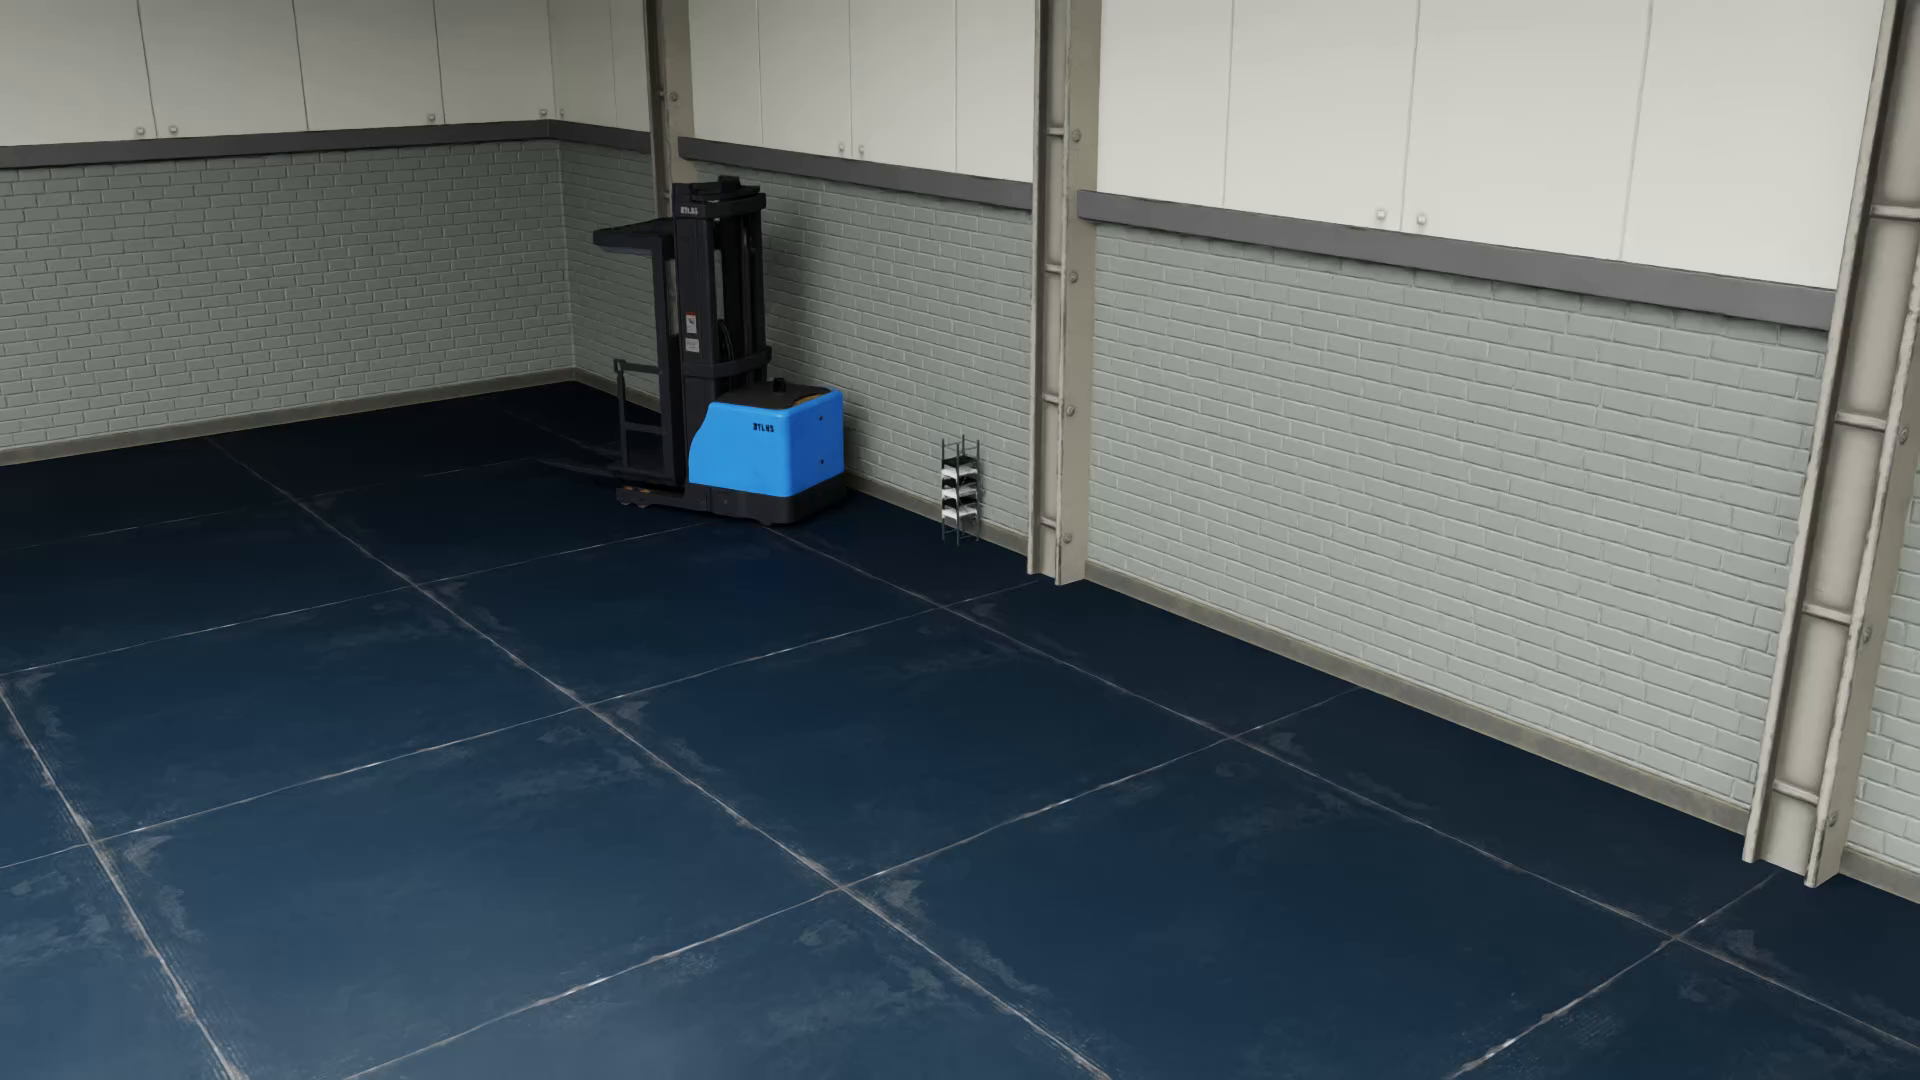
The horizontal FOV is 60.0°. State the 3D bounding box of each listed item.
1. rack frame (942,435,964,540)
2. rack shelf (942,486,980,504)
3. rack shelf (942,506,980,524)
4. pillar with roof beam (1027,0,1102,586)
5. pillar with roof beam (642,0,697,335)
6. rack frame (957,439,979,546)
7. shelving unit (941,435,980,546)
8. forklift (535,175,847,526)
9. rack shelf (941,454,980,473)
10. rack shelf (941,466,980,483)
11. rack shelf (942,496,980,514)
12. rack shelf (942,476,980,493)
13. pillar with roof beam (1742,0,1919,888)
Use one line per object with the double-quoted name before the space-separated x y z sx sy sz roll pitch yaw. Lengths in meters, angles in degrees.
"rack frame" -0.058 -0.450 14.291 0.240 0.900 0.006 -14 23 -36
"rack shelf" 0.005 -0.394 14.225 0.258 0.077 0.200 -14 23 -36
"rack shelf" 0.005 -0.223 14.282 0.258 0.077 0.200 -14 23 -36
"pillar with roof beam" -2.586 -3.146 9.546 9.100 9.000 0.400 -14 23 -36
"pillar with roof beam" -6.312 -4.624 14.011 9.100 9.000 0.400 -14 23 -36
"rack frame" 0.068 -0.400 14.139 0.240 0.900 0.006 -14 23 -36
"shelving unit" 0.005 -0.425 14.215 0.258 0.900 0.210 -14 23 -36
"forklift" -2.594 -1.822 15.202 3.031 2.935 1.130 9 21 26
"rack shelf" 0.005 -0.650 14.141 0.258 0.077 0.200 -14 23 -36
"rack shelf" 0.005 -0.564 14.169 0.258 0.077 0.200 -14 23 -36
"rack shelf" 0.005 -0.308 14.254 0.258 0.077 0.200 -14 23 -36
"rack shelf" 0.005 -0.479 14.197 0.258 0.077 0.200 -14 23 -36
"pillar with roof beam" 1.139 -1.667 5.081 9.100 9.000 0.400 -14 23 -36
